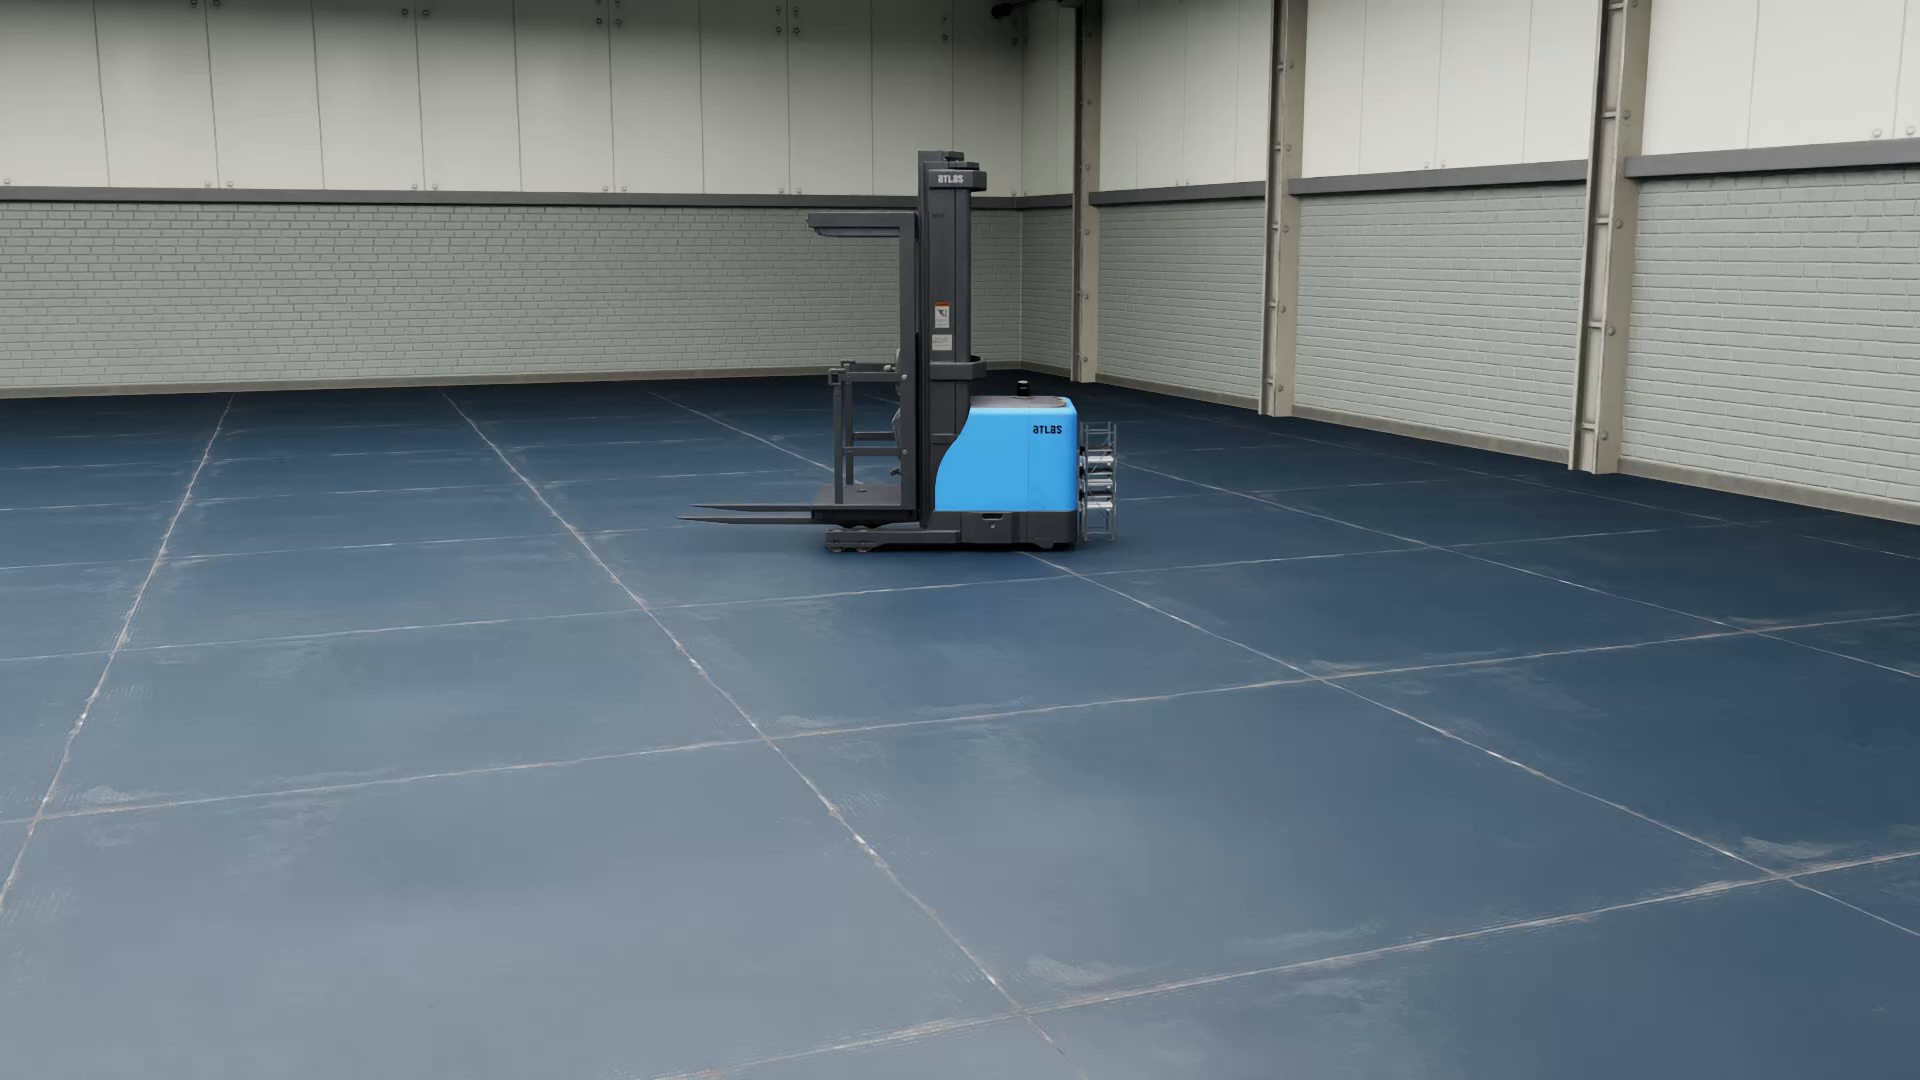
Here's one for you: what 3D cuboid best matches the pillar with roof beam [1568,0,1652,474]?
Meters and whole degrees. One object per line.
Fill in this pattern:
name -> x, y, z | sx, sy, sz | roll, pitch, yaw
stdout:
pillar with roof beam -> 2.410, -4.857, 14.533 | 9.100, 9.000, 0.400 | -4, 11, -21

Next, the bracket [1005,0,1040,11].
bracket -> 0.948, -9.197, 28.652 | 0.076, 0.066, 3.189 | -4, 11, -21

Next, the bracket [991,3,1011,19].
bracket -> 0.734, -9.294, 29.194 | 0.235, 0.232, 0.430 | -4, 11, -21

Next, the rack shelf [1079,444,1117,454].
rack shelf -> 1.068, -0.691, 12.886 | 0.258, 0.077, 0.200 | -1, 10, -7

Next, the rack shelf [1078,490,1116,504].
rack shelf -> 1.068, -0.337, 12.950 | 0.258, 0.077, 0.200 | -1, 10, -7

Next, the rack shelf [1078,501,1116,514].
rack shelf -> 1.068, -0.248, 12.965 | 0.258, 0.077, 0.200 | -1, 10, -7

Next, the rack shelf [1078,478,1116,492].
rack shelf -> 1.068, -0.426, 12.934 | 0.258, 0.077, 0.200 | -1, 10, -7

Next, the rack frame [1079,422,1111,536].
rack frame -> 1.055, -0.476, 13.027 | 0.240, 0.900, 0.006 | -1, 10, -7

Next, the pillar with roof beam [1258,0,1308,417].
pillar with roof beam -> 0.236, -5.837, 20.038 | 9.100, 9.000, 0.400 | -4, 11, -21

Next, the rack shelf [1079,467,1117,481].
rack shelf -> 1.068, -0.514, 12.918 | 0.258, 0.077, 0.200 | -1, 10, -7

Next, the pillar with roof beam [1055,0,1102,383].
pillar with roof beam -> -1.938, -6.816, 25.544 | 9.100, 9.000, 0.548 | -4, 11, -21

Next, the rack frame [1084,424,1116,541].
rack frame -> 1.082, -0.441, 12.829 | 0.240, 0.900, 0.006 | -1, 10, -7

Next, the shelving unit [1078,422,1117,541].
shelving unit -> 1.068, -0.458, 12.928 | 0.258, 0.900, 0.210 | -1, 10, -7

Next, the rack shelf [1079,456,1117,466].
rack shelf -> 1.068, -0.603, 12.902 | 0.258, 0.077, 0.200 | -1, 10, -7

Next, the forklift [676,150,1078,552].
forklift -> -0.629, -1.445, 12.674 | 3.031, 2.935, 1.130 | 0, 10, 1
